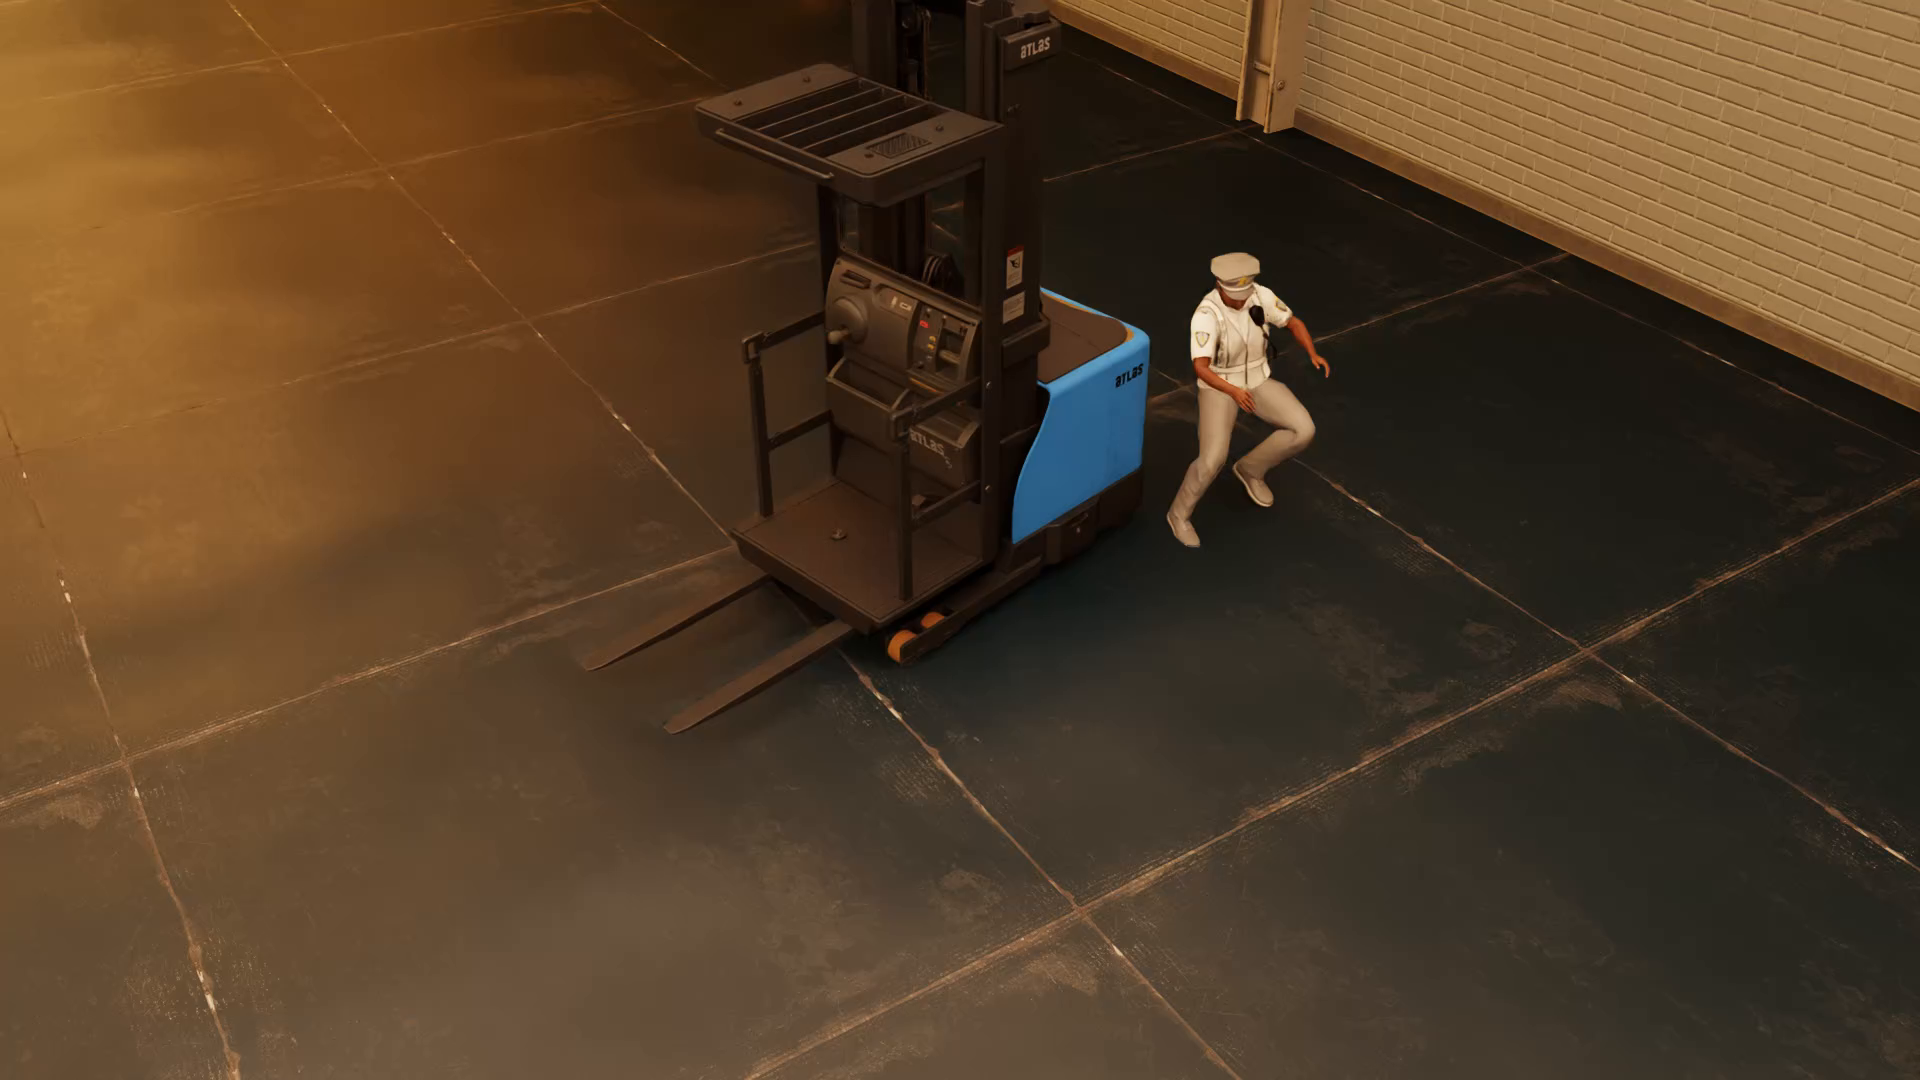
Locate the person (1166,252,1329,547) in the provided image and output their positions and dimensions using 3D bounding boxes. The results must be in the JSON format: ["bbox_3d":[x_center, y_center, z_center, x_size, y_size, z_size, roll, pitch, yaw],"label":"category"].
[{"bbox_3d":[1.450,-0.718,8.500,0.778,1.460,0.743,-14,37,-19],"label":"person"}]

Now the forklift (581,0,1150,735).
[{"bbox_3d":[-0.420,-0.942,7.488,1.130,2.935,3.031,29,44,35],"label":"forklift"}]
